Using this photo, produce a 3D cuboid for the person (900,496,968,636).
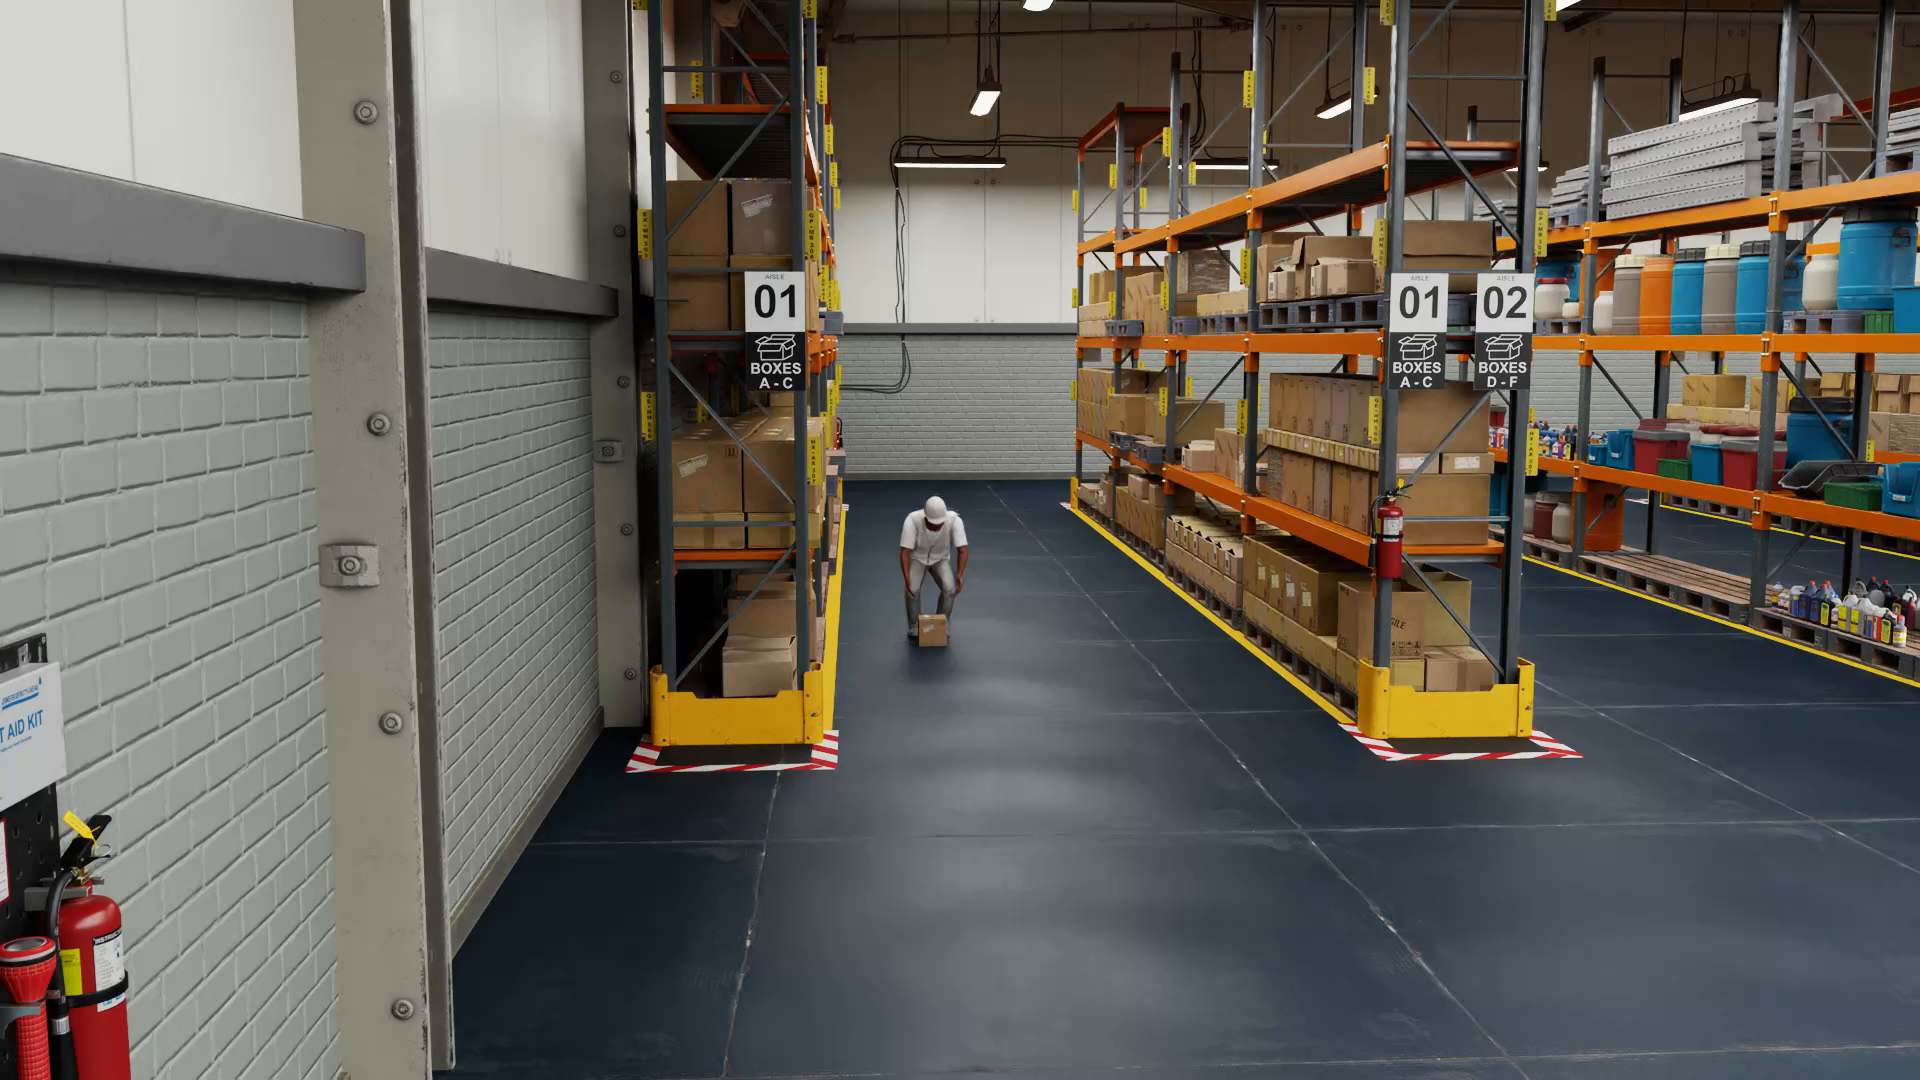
[{"bbox_3d":[-0.247,0.235,15.465,0.631,1.343,0.792,0,7,-4],"label":"person"}]
